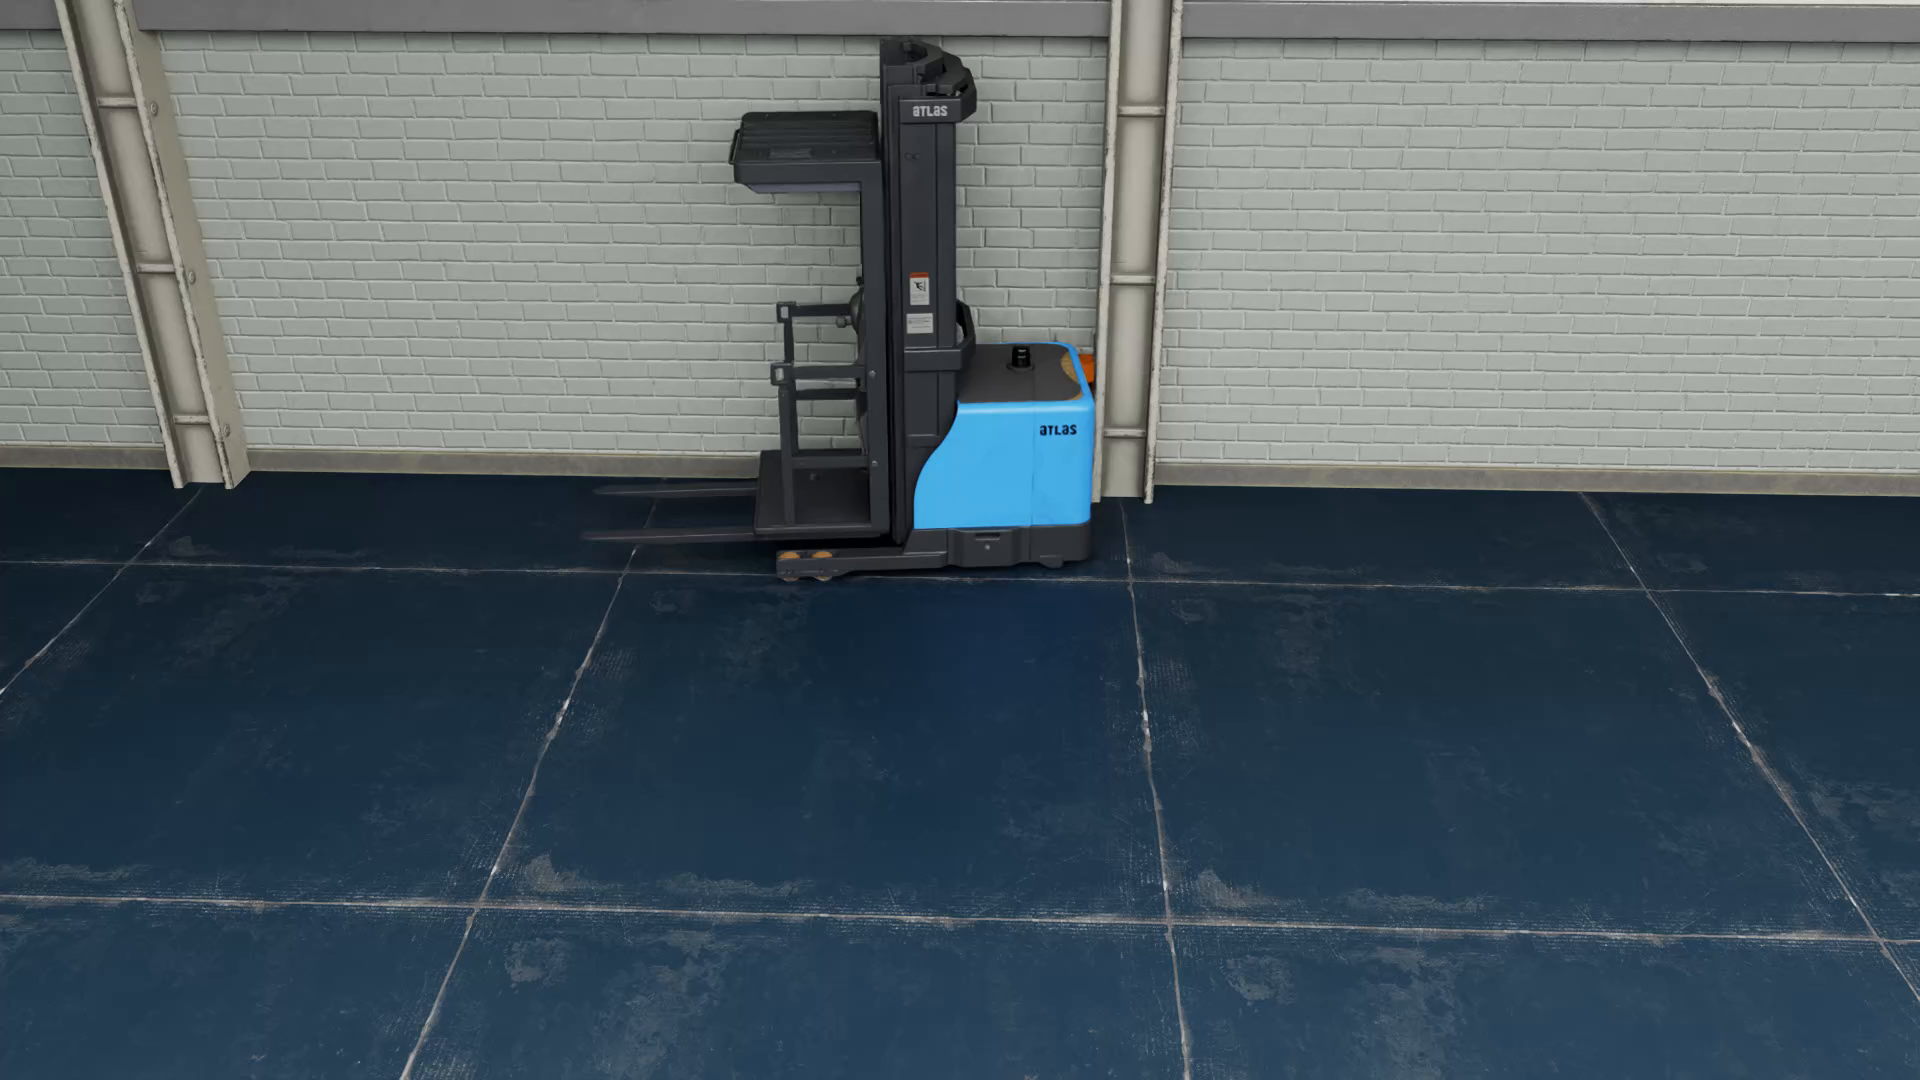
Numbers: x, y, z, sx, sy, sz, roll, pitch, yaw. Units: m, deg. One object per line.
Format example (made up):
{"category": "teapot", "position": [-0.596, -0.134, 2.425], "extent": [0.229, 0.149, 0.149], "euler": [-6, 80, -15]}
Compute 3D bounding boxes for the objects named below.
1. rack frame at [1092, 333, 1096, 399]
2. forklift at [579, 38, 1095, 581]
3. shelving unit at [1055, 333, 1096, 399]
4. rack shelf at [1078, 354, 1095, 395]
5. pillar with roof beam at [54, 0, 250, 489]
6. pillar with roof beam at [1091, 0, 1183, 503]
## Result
{"category": "rack frame", "position": [0.845, -0.787, 10.618], "extent": [0.008, 1.050, 0.200], "euler": [1, 26, 2]}
{"category": "forklift", "position": [-0.753, -1.309, 9.590], "extent": [3.031, 2.935, 1.130], "euler": [-2, 28, -3]}
{"category": "shelving unit", "position": [0.723, -0.789, 10.623], "extent": [0.252, 1.050, 0.215], "euler": [1, 26, 2]}
{"category": "rack shelf", "position": [0.723, -1.035, 10.504], "extent": [0.240, 0.259, 0.215], "euler": [1, 26, 2]}
{"category": "pillar with roof beam", "position": [-5.101, -2.372, 5.116], "extent": [0.400, 9.000, 9.100], "euler": [1, 28, 2]}
{"category": "pillar with roof beam", "position": [0.895, -2.272, 4.929], "extent": [0.400, 9.000, 9.100], "euler": [1, 28, 2]}
